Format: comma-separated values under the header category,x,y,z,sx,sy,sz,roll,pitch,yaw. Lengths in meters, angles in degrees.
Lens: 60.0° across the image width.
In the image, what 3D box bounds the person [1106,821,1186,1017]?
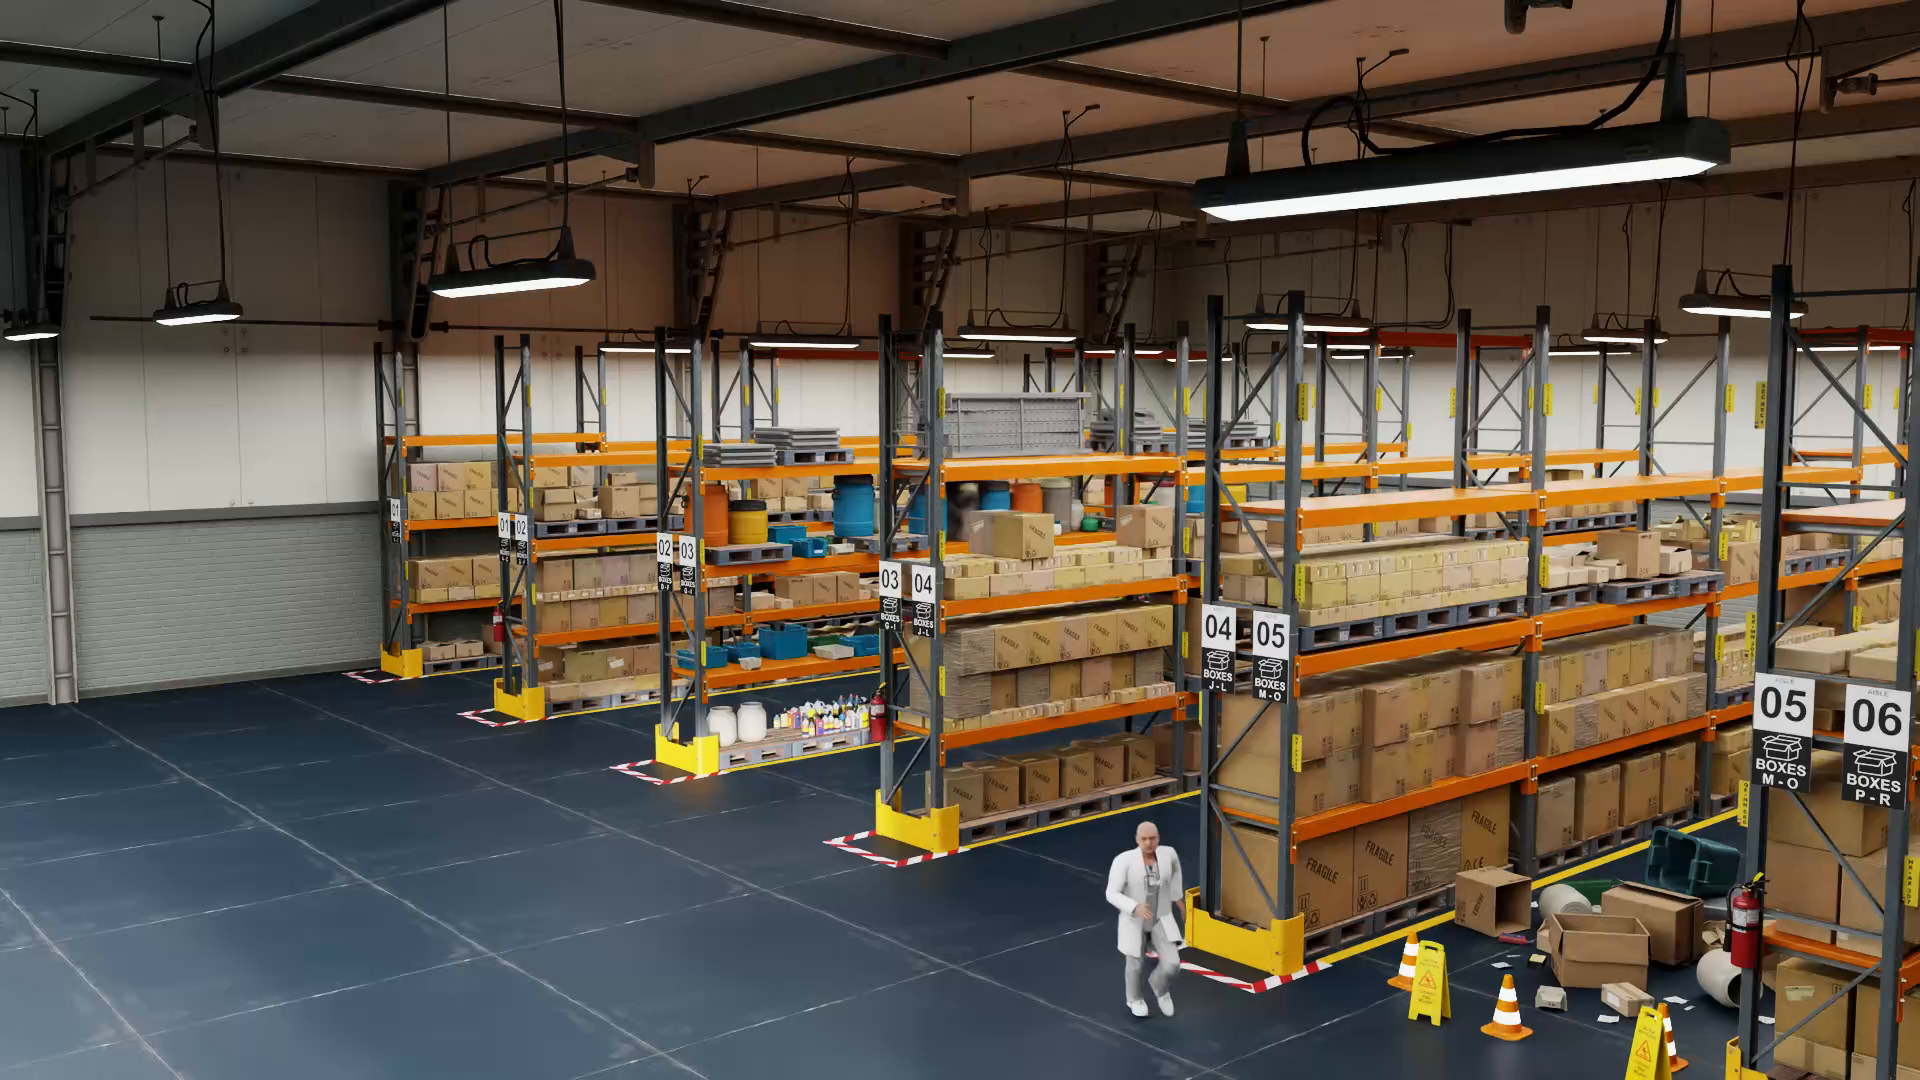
category,x,y,z,sx,sy,sz,roll,pitch,yaw
person,1.514,3.094,13.434,0.724,1.700,0.981,0,5,-5
